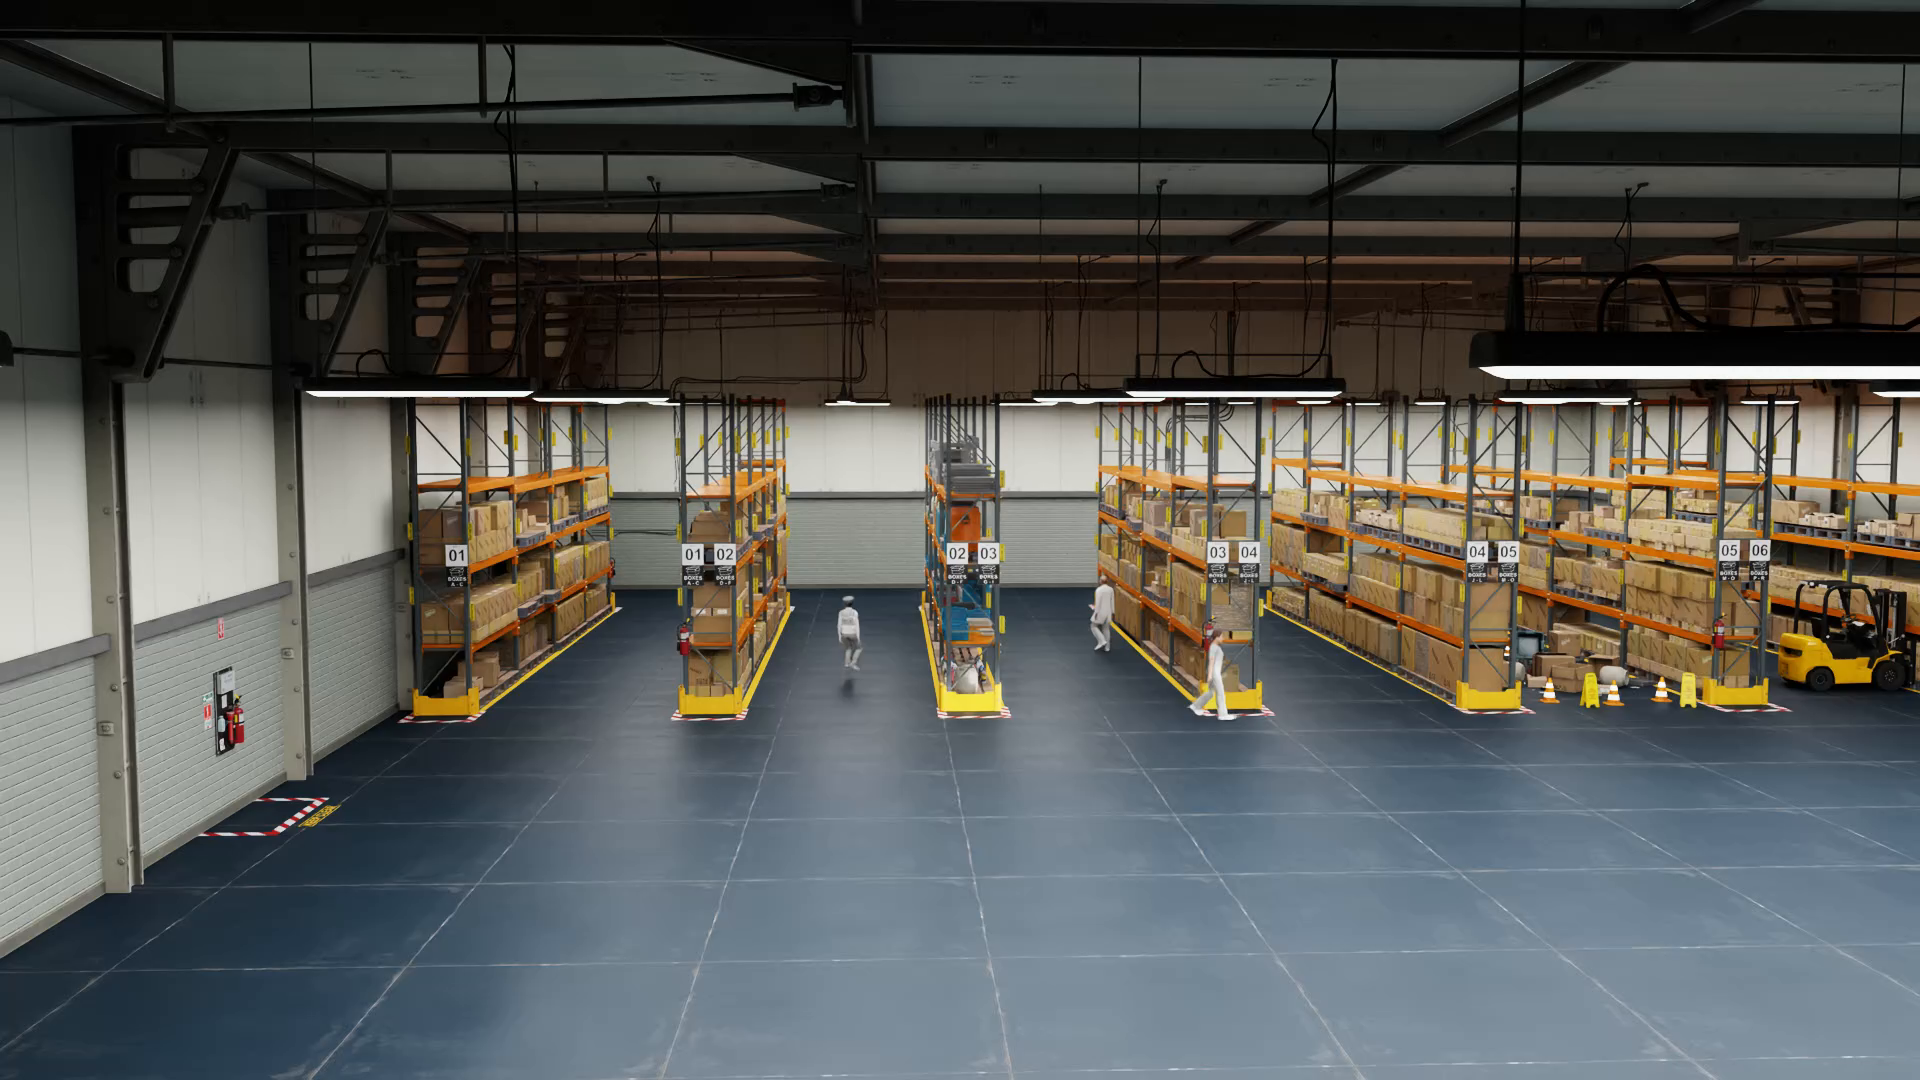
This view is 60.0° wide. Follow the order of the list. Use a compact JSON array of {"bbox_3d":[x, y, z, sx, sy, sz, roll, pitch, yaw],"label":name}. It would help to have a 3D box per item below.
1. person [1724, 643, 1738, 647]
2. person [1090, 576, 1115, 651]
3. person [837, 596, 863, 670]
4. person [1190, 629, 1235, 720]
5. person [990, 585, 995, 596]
[{"bbox_3d":[16.831,1.977,36.281,0.593,1.775,0.433,-2,5,-22],"label":"person"},{"bbox_3d":[3.407,1.729,39.271,0.638,1.779,0.528,-3,6,-38],"label":"person"},{"bbox_3d":[-2.334,1.976,35.149,0.524,1.566,0.476,1,5,15],"label":"person"},{"bbox_3d":[4.679,2.471,30.698,0.775,1.653,0.448,1,5,6],"label":"person"},{"bbox_3d":[0.704,1.307,45.252,0.464,1.637,0.980,-1,5,-17],"label":"person"}]
